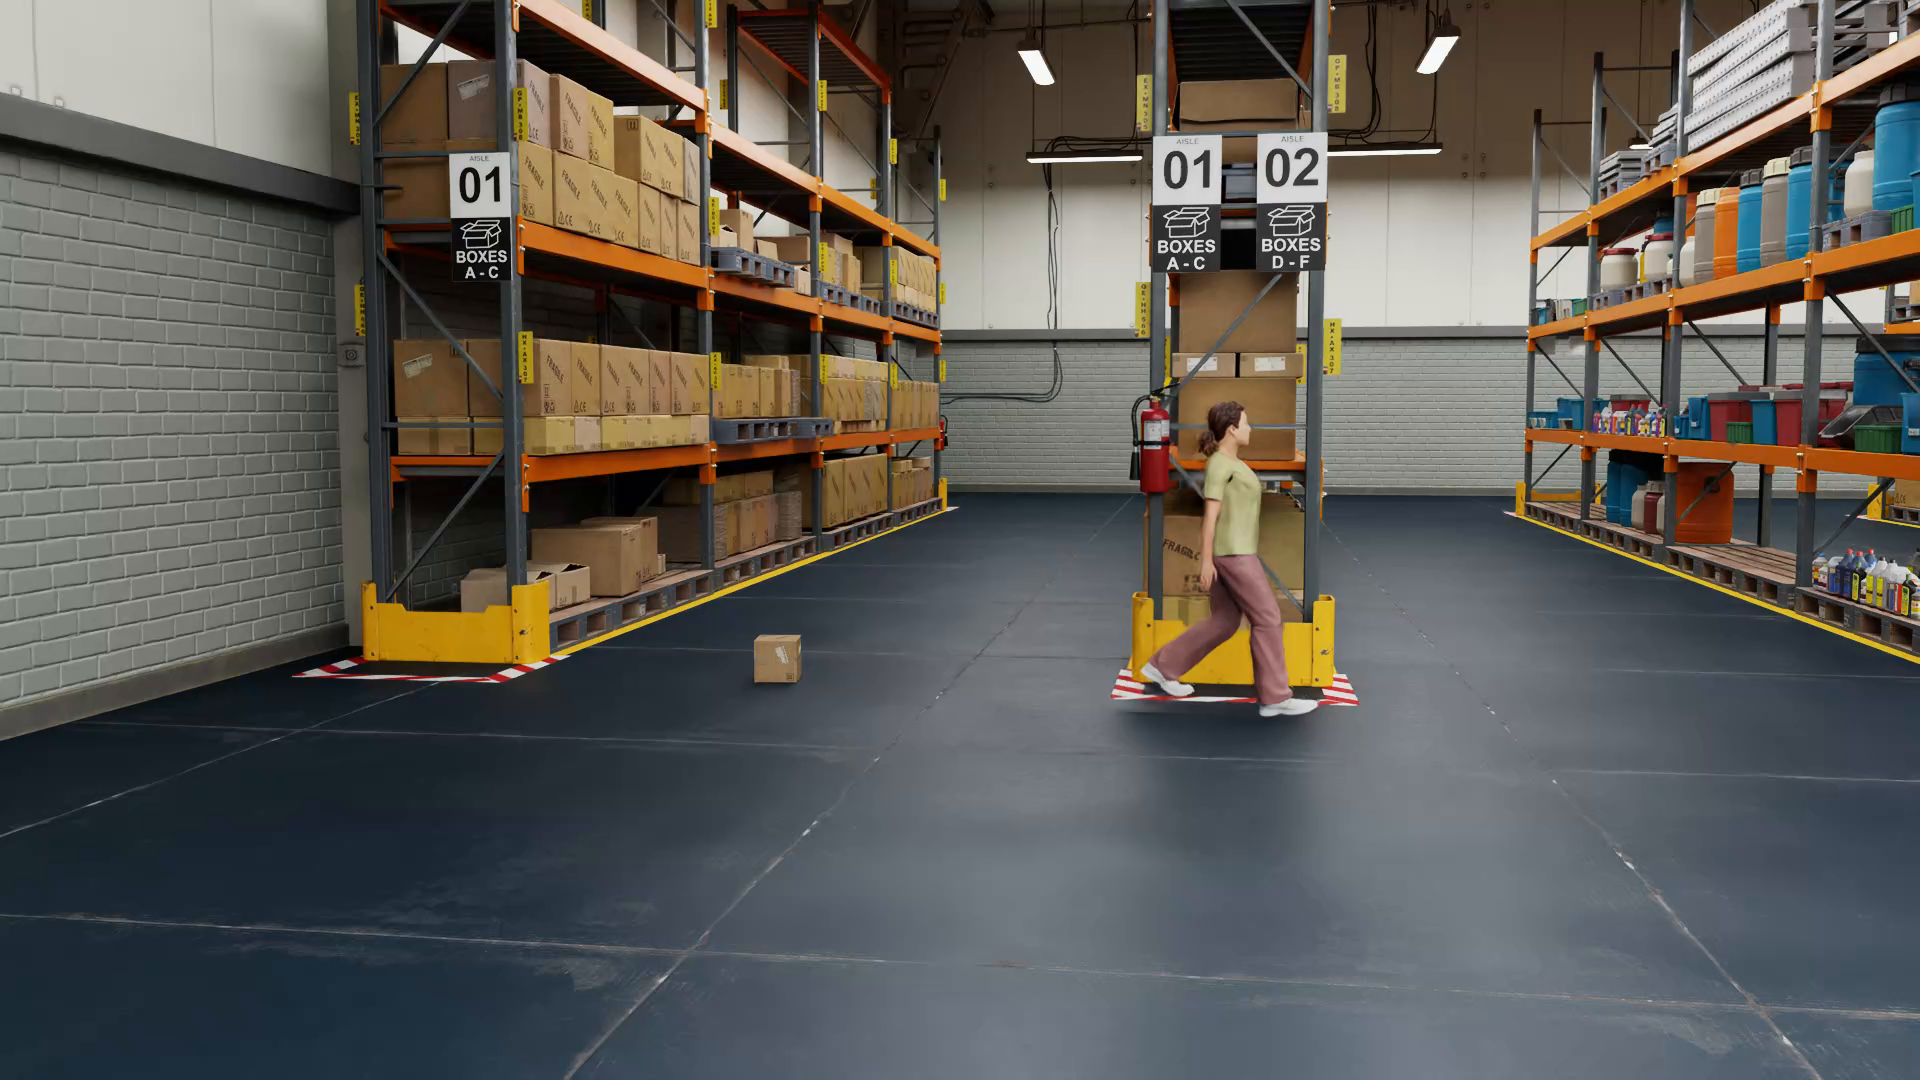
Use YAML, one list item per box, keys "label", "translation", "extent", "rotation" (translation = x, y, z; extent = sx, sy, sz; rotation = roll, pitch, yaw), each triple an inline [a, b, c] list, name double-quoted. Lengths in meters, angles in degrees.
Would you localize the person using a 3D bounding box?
- label: "person"
  translation: [1.414, 0.092, 8.734]
  extent: [0.942, 1.630, 0.473]
  rotation: [1, 5, 15]
